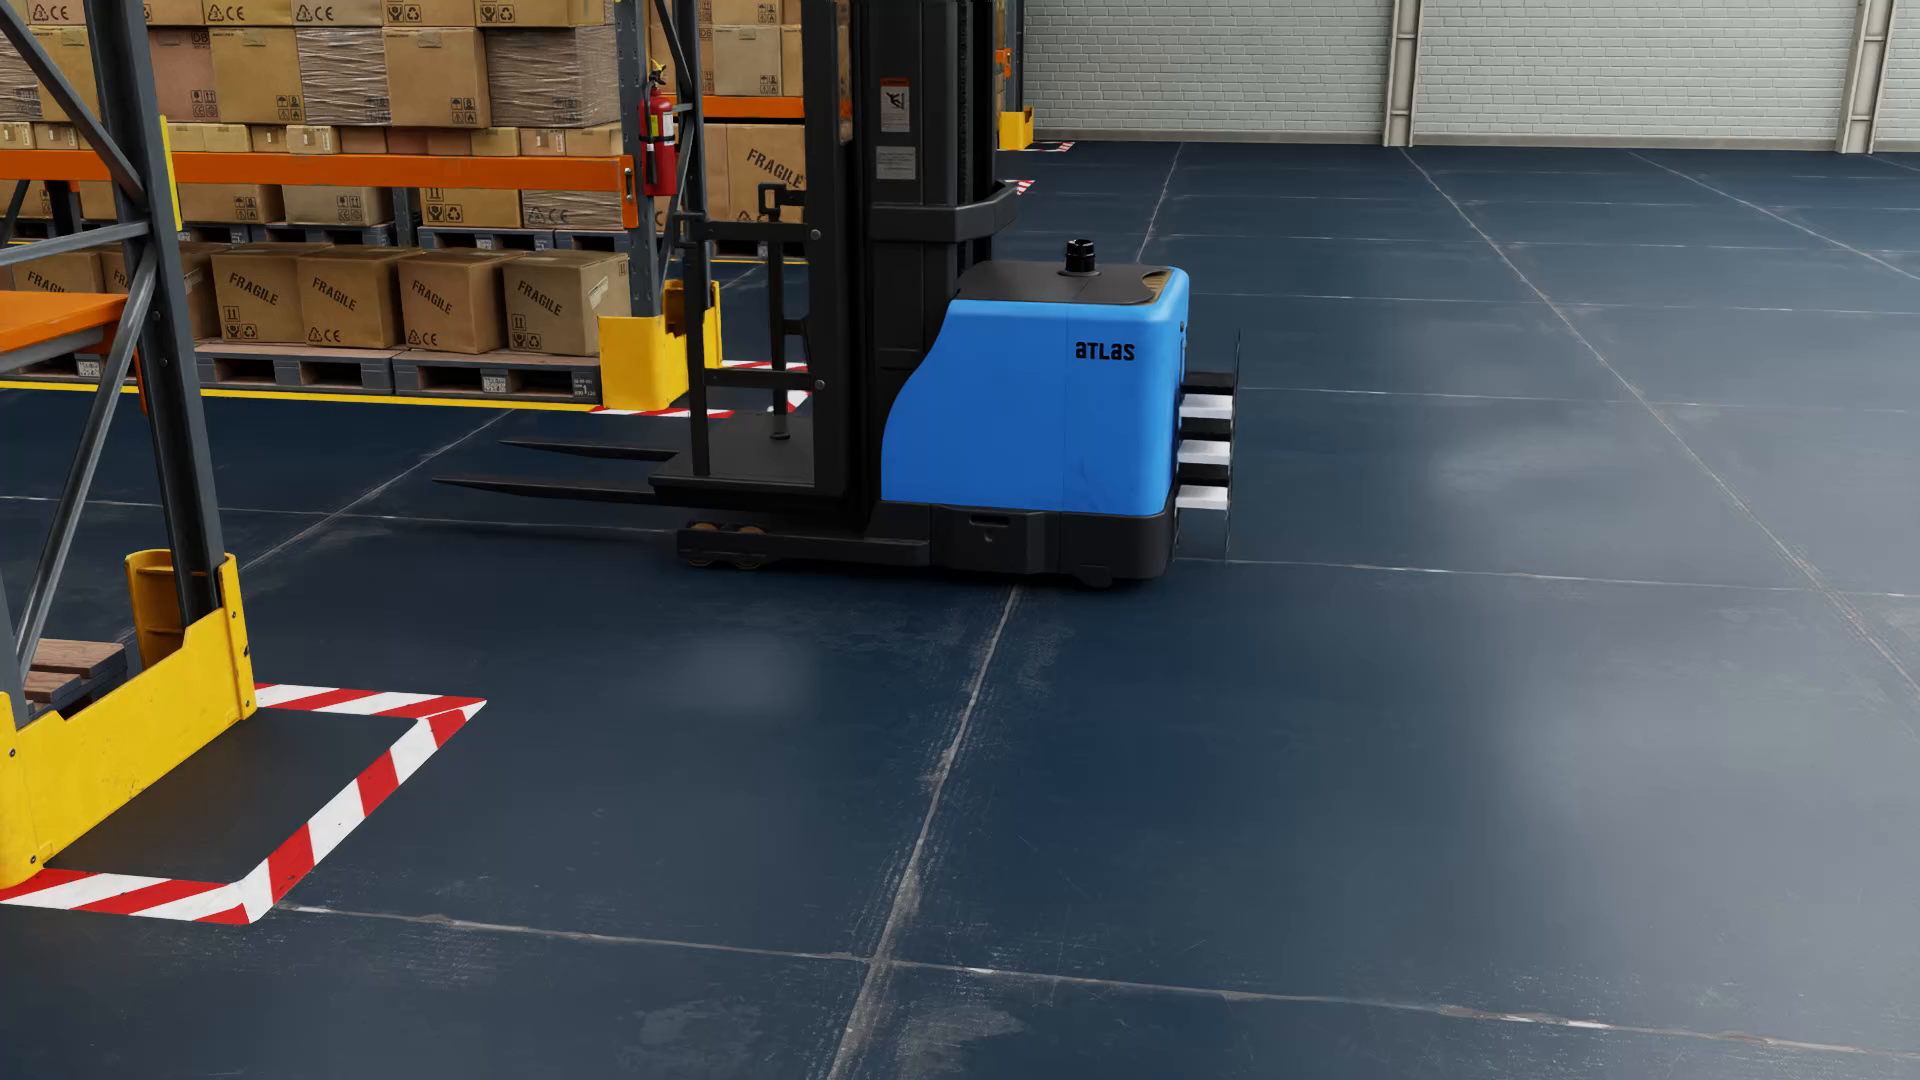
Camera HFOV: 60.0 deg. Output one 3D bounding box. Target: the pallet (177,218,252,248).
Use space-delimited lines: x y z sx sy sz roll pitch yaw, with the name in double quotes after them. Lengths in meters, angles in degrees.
-6.634 -2.797 14.830 1.213 0.211 1.003 3 19 9 "pallet"

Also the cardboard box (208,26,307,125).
-3.620 -2.573 9.140 0.500 0.500 0.875 3 19 9 "cardboard box"

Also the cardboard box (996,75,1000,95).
0.262 -6.248 22.845 0.500 0.250 0.500 4 19 10 "cardboard box"

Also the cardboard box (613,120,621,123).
-1.833 -2.263 9.236 0.250 0.149 0.380 3 19 9 "cardboard box"

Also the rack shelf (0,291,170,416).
-4.350 -0.501 4.707 4.000 0.370 1.077 3 19 9 "rack shelf"

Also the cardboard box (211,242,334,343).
-3.958 -1.443 9.665 0.500 0.500 0.500 1 19 4 "cardboard box"

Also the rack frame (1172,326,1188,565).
0.857 -0.368 6.485 0.006 0.900 0.240 4 19 11 "rack frame"

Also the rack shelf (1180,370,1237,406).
0.957 -0.586 6.389 0.200 0.077 0.258 4 19 11 "rack shelf"

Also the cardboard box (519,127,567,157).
-2.151 -2.137 8.858 0.250 0.149 0.380 3 19 9 "cardboard box"

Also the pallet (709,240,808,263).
-1.505 -2.535 14.048 1.213 0.211 1.003 3 19 9 "pallet"

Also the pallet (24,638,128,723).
-3.259 0.549 4.829 1.213 0.211 1.003 3 19 9 "pallet"

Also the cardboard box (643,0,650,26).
-2.696 -4.512 13.622 0.500 0.550 0.875 3 19 9 "cardboard box"

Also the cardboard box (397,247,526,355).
-2.799 -1.363 9.427 0.500 0.500 0.500 8 20 23 "cardboard box"

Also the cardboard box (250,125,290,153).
-3.637 -2.201 9.049 0.250 0.149 0.380 3 19 9 "cardboard box"

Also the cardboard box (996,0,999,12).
0.379 -7.238 22.528 0.250 0.149 0.380 3 19 9 "cardboard box"

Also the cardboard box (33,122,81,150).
-4.879 -2.250 9.196 0.250 0.149 0.380 3 19 9 "cardboard box"

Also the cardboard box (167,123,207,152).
-4.136 -2.215 9.093 0.250 0.149 0.380 3 19 9 "cardboard box"

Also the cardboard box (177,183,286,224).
-6.232 -3.229 14.609 0.750 0.750 1.050 3 19 9 "cardboard box"

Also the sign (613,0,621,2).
-1.698 -2.819 8.179 0.005 0.325 0.100 3 19 9 "sign"

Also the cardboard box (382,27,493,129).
-2.641 -2.506 8.938 0.500 0.500 0.875 3 19 9 "cardboard box"

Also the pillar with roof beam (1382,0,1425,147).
5.463 -8.465 17.920 0.400 9.000 9.100 3 19 9 "pillar with roof beam"

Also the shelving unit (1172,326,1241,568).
0.957 -0.361 6.465 0.210 0.900 0.258 4 19 11 "shelving unit"

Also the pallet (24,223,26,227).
-9.373 -2.962 15.324 1.213 0.211 1.003 3 19 9 "pallet"

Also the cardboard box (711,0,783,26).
-1.621 -4.455 13.452 0.550 0.550 0.875 3 19 9 "cardboard box"

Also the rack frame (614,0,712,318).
-1.590 -2.293 8.930 0.127 3.000 1.000 3 19 9 "rack frame"

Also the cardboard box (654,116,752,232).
-2.252 -3.091 14.000 0.875 0.875 0.875 3 19 8 "cardboard box"

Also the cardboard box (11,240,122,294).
-5.150 -1.476 9.764 0.500 0.500 0.500 2 19 7 "cardboard box"

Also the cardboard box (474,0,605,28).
-2.172 -2.906 8.560 0.500 0.500 0.500 3 19 9 "cardboard box"

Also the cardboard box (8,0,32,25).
-5.135 -3.055 9.004 0.500 0.500 0.500 3 19 9 "cardboard box"

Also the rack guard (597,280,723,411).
-1.665 -1.112 9.338 0.348 0.500 1.175 3 19 9 "rack guard"

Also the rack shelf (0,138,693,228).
-3.564 -2.053 9.345 4.000 0.370 1.077 3 19 9 "rack shelf"

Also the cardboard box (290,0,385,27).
-3.160 -2.956 8.707 0.500 0.500 0.500 3 19 9 "cardboard box"

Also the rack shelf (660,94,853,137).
-2.678 -3.602 13.974 4.000 0.370 1.077 3 19 9 "rack shelf"

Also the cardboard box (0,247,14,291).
-6.142 -1.556 9.971 0.500 0.500 0.700 1 19 4 "cardboard box"

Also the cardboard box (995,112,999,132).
0.252 -5.773 23.002 0.500 0.250 0.500 3 19 9 "cardboard box"

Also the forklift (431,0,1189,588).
-0.633 -1.433 6.466 3.031 2.935 1.130 4 19 11 "forklift"

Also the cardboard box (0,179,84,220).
-8.015 -3.318 14.877 0.750 0.750 1.050 3 19 8 "cardboard box"

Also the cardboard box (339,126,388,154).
-3.141 -2.182 8.992 0.250 0.149 0.380 3 19 9 "cardboard box"

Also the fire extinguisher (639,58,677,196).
-1.550 -2.107 8.494 0.183 0.674 0.296 3 19 9 "fire extinguisher"

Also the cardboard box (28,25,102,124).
-4.616 -2.605 9.235 0.500 0.500 0.875 3 19 9 "cardboard box"

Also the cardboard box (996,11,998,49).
0.238 -6.943 22.669 0.500 0.500 0.500 3 19 7 "cardboard box"

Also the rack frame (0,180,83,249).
-5.539 -2.495 9.532 0.127 3.000 1.000 3 19 9 "rack frame"

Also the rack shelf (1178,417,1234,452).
0.957 -0.415 6.447 0.200 0.077 0.258 4 19 11 "rack shelf"

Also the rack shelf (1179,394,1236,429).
0.957 -0.500 6.418 0.200 0.077 0.258 4 19 11 "rack shelf"

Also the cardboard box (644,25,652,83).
-2.686 -4.020 13.854 0.500 0.550 0.875 3 19 9 "cardboard box"

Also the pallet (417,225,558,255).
-3.914 -2.658 14.415 1.213 0.211 1.003 3 19 9 "pallet"

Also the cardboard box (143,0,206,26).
-4.148 -3.005 8.855 0.500 0.500 0.500 3 19 9 "cardboard box"

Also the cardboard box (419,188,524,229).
-4.043 -3.181 14.271 0.875 0.875 0.875 3 19 9 "cardboard box"

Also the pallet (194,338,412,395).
-3.662 -1.089 9.725 1.213 0.211 1.003 3 19 9 "pallet"

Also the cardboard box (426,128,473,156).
-2.650 -2.151 8.899 0.250 0.149 0.380 3 19 9 "cardboard box"

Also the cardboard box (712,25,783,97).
-1.623 -3.939 13.611 0.550 0.550 0.875 3 19 9 "cardboard box"
